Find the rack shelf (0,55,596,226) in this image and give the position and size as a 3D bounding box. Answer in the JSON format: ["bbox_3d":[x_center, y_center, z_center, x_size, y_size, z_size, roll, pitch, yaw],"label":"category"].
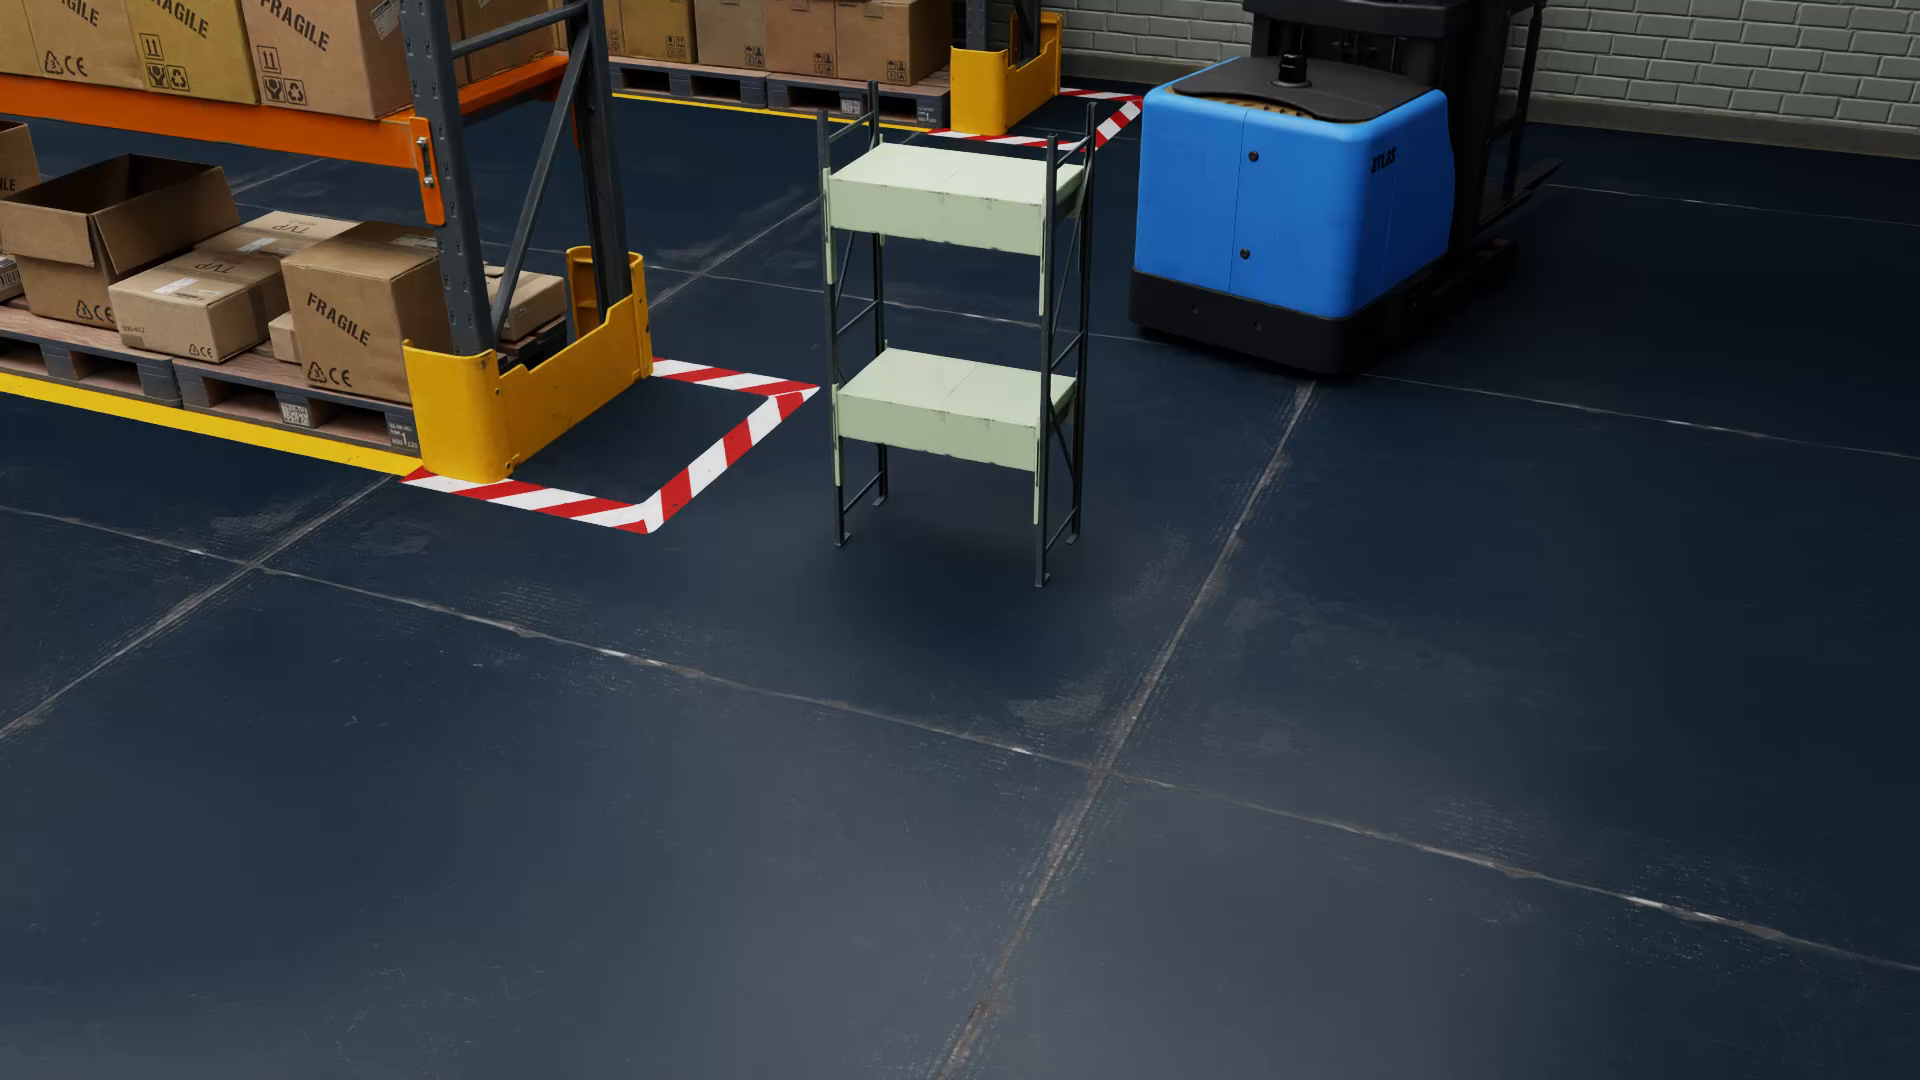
[{"bbox_3d":[-3.433,-1.843,6.693,4.000,0.370,1.077,11,31,19],"label":"rack shelf"}]

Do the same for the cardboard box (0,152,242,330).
[{"bbox_3d":[-3.544,-1.286,7.066,0.637,0.503,0.797,11,31,19],"label":"cardboard box"}]

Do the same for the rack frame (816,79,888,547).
[{"bbox_3d":[-0.345,-0.722,5.503,0.023,1.500,0.400,11,31,19],"label":"rack frame"}]

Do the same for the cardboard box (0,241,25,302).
[{"bbox_3d":[-4.174,-1.152,7.173,0.250,0.166,0.380,11,31,19],"label":"cardboard box"}]

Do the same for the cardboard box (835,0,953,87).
[{"bbox_3d":[-0.407,-3.224,10.519,0.500,0.500,0.700,11,31,19],"label":"cardboard box"}]

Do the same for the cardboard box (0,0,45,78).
[{"bbox_3d":[-3.507,-2.071,6.264,0.500,0.500,0.500,11,31,18],"label":"cardboard box"}]

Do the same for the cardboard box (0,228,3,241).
[{"bbox_3d":[-3.957,-1.432,7.521,0.500,0.311,0.500,11,31,19],"label":"cardboard box"}]

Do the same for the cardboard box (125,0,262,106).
[{"bbox_3d":[-2.579,-1.883,5.931,0.500,0.500,0.500,12,31,20],"label":"cardboard box"}]

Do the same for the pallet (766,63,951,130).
[{"bbox_3d":[-0.491,-2.944,10.744,1.213,0.211,1.003,11,31,19],"label":"pallet"}]

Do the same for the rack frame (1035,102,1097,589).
[{"bbox_3d":[0.333,-0.586,5.263,0.023,1.500,0.400,11,31,19],"label":"rack frame"}]

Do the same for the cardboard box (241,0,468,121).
[{"bbox_3d":[-2.097,-1.788,5.764,0.500,0.500,0.500,12,32,21],"label":"cardboard box"}]

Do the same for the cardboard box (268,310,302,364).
[{"bbox_3d":[-2.518,-0.848,6.635,0.250,0.166,0.380,11,31,19],"label":"cardboard box"}]

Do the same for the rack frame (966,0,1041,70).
[{"bbox_3d":[0.279,-4.045,9.859,0.127,3.000,1.000,11,31,19],"label":"rack frame"}]

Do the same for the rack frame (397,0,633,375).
[{"bbox_3d":[-1.580,-1.786,5.862,0.127,3.000,1.000,11,31,19],"label":"rack frame"}]

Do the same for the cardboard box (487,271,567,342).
[{"bbox_3d":[-1.839,-0.971,6.869,0.250,0.149,0.380,11,31,19],"label":"cardboard box"}]

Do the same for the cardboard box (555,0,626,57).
[{"bbox_3d":[-2.309,-3.601,11.185,0.500,0.500,0.700,11,31,19],"label":"cardboard box"}]

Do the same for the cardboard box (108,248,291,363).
[{"bbox_3d":[-3.045,-0.958,6.744,0.500,0.250,0.500,11,31,19],"label":"cardboard box"}]

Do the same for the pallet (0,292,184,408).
[{"bbox_3d":[-3.516,-0.960,7.233,1.213,0.211,1.003,11,31,19],"label":"pallet"}]

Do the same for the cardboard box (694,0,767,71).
[{"bbox_3d":[-1.337,-3.409,10.847,0.500,0.500,0.700,10,31,17],"label":"cardboard box"}]

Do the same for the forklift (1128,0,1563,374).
[{"bbox_3d":[2.035,-2.620,7.406,1.130,2.935,3.031,21,35,32],"label":"forklift"}]

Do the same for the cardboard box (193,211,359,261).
[{"bbox_3d":[-2.904,-1.196,7.164,0.500,0.250,0.500,11,31,19],"label":"cardboard box"}]

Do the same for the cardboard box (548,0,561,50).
[{"bbox_3d":[-2.773,-3.695,11.352,0.500,0.500,0.700,12,32,20],"label":"cardboard box"}]

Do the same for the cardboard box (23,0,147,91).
[{"bbox_3d":[-3.040,-1.978,6.099,0.500,0.500,0.500,12,31,20],"label":"cardboard box"}]

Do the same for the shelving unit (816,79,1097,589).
[{"bbox_3d":[-0.006,-0.654,5.383,0.755,1.500,0.431,11,31,19],"label":"shelving unit"}]

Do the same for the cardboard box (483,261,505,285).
[{"bbox_3d":[-2.070,-1.025,6.947,0.250,0.166,0.380,11,31,19],"label":"cardboard box"}]

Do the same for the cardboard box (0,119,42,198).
[{"bbox_3d":[-4.652,-1.653,7.720,0.500,0.500,0.500,11,31,19],"label":"cardboard box"}]

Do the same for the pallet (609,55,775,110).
[{"bbox_3d":[-1.618,-3.170,11.144,1.213,0.211,1.003,11,31,19],"label":"pallet"}]

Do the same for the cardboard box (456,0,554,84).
[{"bbox_3d":[-1.892,-2.032,6.195,0.500,0.500,0.500,12,32,20],"label":"cardboard box"}]

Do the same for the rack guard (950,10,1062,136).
[{"bbox_3d":[0.301,-2.953,10.466,0.348,0.500,1.175,11,31,19],"label":"rack guard"}]

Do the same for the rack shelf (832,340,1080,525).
[{"bbox_3d":[-0.006,-0.370,5.544,0.720,0.370,0.431,11,31,19],"label":"rack shelf"}]

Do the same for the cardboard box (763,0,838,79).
[{"bbox_3d":[-0.871,-3.317,10.683,0.500,0.500,0.700,11,31,19],"label":"cardboard box"}]

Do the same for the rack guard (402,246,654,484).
[{"bbox_3d":[-1.650,-0.712,6.502,0.348,0.500,1.175,11,31,19],"label":"rack guard"}]

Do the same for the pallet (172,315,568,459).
[{"bbox_3d":[-2.390,-0.733,6.833,1.213,0.211,1.003,11,31,19],"label":"pallet"}]

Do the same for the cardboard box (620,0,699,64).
[{"bbox_3d":[-1.834,-3.505,11.015,0.500,0.500,0.700,12,32,20],"label":"cardboard box"}]

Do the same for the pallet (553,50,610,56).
[{"bbox_3d":[-2.752,-3.395,11.542,1.213,0.211,1.003,11,31,19],"label":"pallet"}]

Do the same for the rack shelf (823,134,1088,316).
[{"bbox_3d":[-0.006,-0.994,5.191,0.720,0.370,0.431,11,31,19],"label":"rack shelf"}]

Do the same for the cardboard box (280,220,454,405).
[{"bbox_3d":[-2.176,-0.878,6.348,0.500,0.500,0.500,11,31,19],"label":"cardboard box"}]
